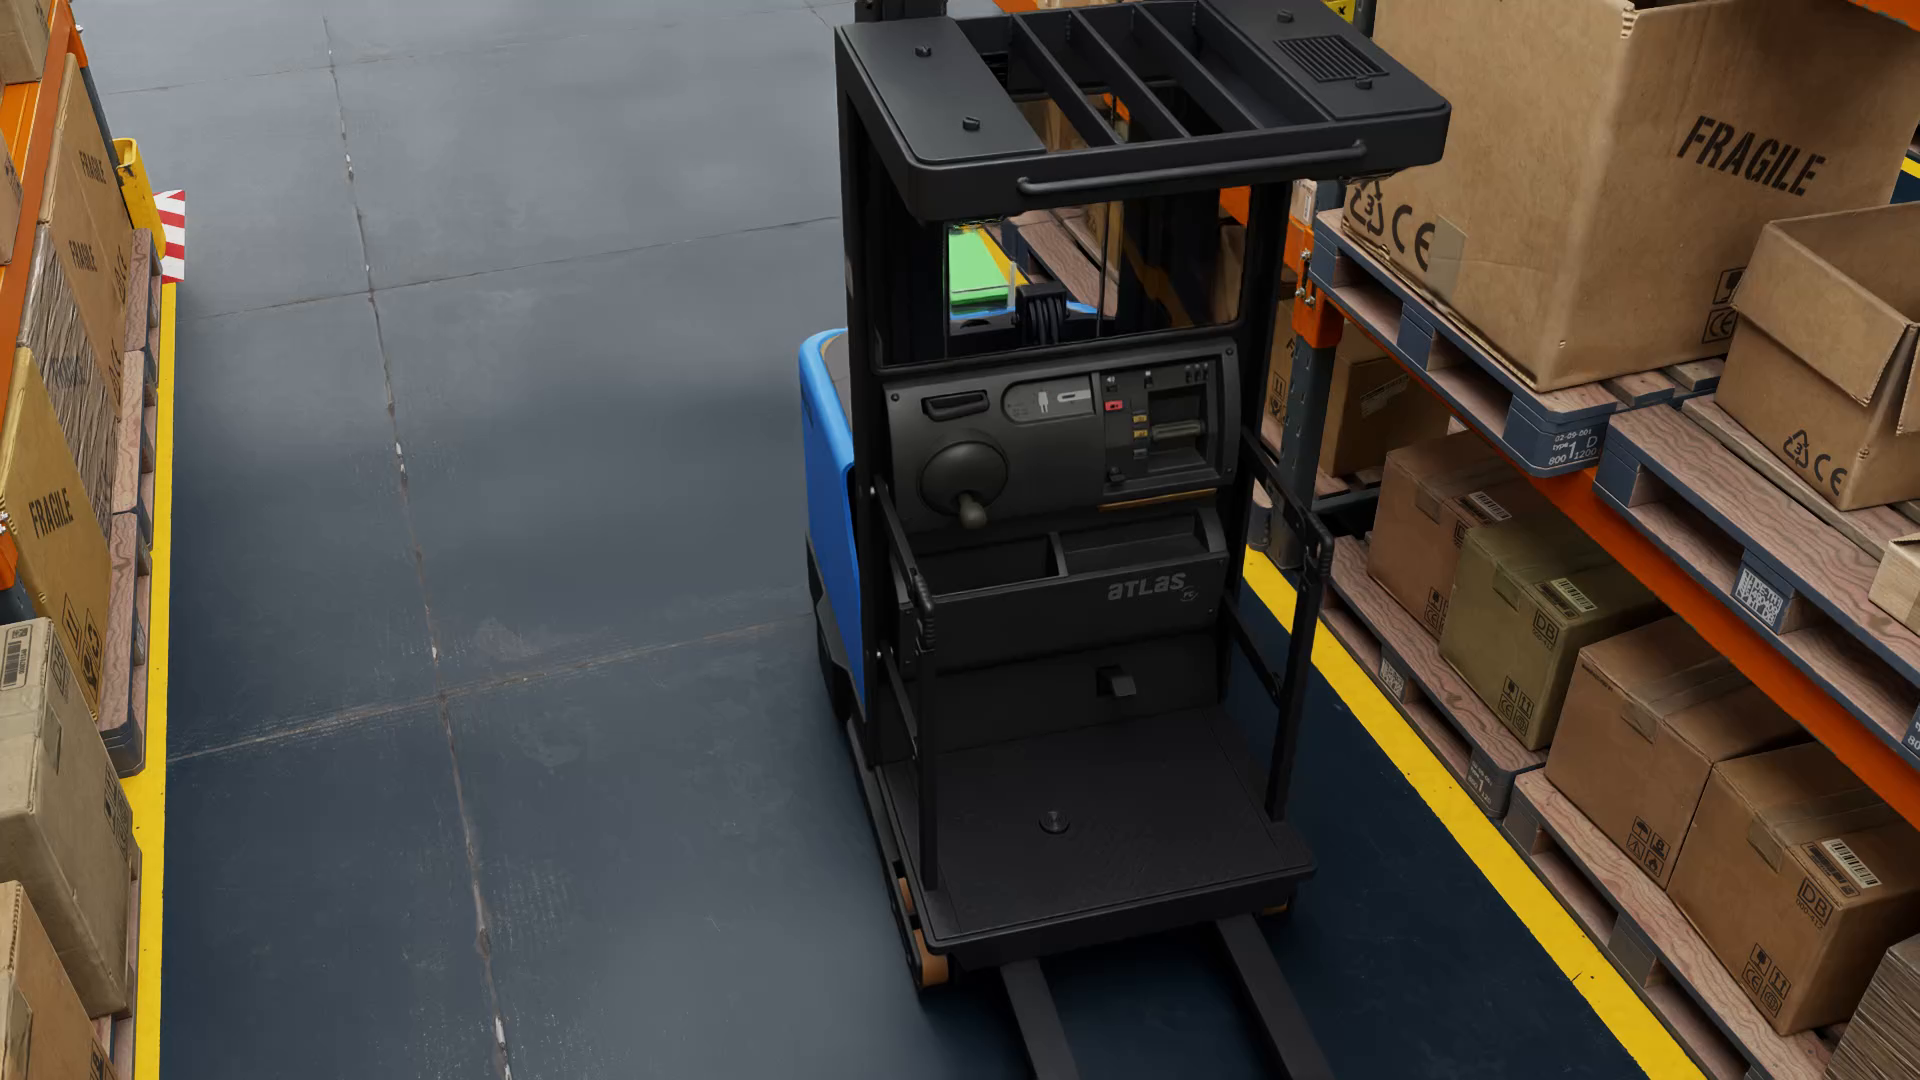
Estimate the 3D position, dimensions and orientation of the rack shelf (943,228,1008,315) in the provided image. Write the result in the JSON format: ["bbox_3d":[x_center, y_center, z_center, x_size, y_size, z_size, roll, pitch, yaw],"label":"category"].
[{"bbox_3d":[0.004,-0.893,5.747,0.258,0.148,0.480,-9,38,-12],"label":"rack shelf"}]

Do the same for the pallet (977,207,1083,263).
[{"bbox_3d":[0.521,-1.854,8.536,1.003,0.211,1.213,-12,39,-16],"label":"pallet"}]

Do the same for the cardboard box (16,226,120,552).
[{"bbox_3d":[-3.531,-0.445,5.764,0.875,0.875,0.875,-12,39,-16],"label":"cardboard box"}]

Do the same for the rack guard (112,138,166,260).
[{"bbox_3d":[-4.451,-1.522,7.855,1.175,0.500,0.348,-12,39,-16],"label":"rack guard"}]

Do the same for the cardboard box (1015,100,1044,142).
[{"bbox_3d":[0.448,-2.290,8.526,0.500,0.500,0.500,-6,37,-7],"label":"cardboard box"}]

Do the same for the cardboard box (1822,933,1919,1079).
[{"bbox_3d":[2.549,1.180,3.902,0.700,0.500,0.500,-16,40,-20],"label":"cardboard box"}]

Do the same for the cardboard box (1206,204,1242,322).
[{"bbox_3d":[1.033,-1.277,7.181,0.500,0.500,0.500,-16,40,-20],"label":"cardboard box"}]

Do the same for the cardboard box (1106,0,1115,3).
[{"bbox_3d":[0.989,-2.485,6.726,0.875,0.500,0.500,-12,39,-16],"label":"cardboard box"}]

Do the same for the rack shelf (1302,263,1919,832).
[{"bbox_3d":[2.313,0.200,4.089,1.077,0.370,4.000,-12,39,-16],"label":"rack shelf"}]

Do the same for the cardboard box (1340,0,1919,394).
[{"bbox_3d":[1.767,-1.147,4.432,1.000,1.000,1.000,-12,39,-16],"label":"cardboard box"}]

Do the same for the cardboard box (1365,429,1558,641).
[{"bbox_3d":[1.816,-0.043,5.526,0.700,0.500,0.500,-15,40,-19],"label":"cardboard box"}]

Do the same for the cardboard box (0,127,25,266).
[{"bbox_3d":[-3.491,-1.149,5.157,0.875,0.550,0.550,-12,39,-16],"label":"cardboard box"}]

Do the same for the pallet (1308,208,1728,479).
[{"bbox_3d":[1.752,-0.679,4.817,1.003,0.211,1.213,-12,39,-16],"label":"pallet"}]

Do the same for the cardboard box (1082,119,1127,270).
[{"bbox_3d":[0.883,-1.602,7.612,0.500,0.500,0.500,-9,38,-12],"label":"cardboard box"}]

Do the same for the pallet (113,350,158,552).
[{"bbox_3d":[-3.678,-0.270,6.433,1.003,0.211,1.213,-12,39,-16],"label":"pallet"}]

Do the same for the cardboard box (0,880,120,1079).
[{"bbox_3d":[-2.440,1.361,3.470,1.050,0.750,0.750,-12,39,-16],"label":"cardboard box"}]

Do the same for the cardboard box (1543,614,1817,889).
[{"bbox_3d":[2.156,0.546,4.744,0.700,0.500,0.500,-16,40,-20],"label":"cardboard box"}]

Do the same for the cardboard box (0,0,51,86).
[{"bbox_3d":[-4.063,-2.061,6.368,0.875,0.550,0.550,-12,39,-16],"label":"cardboard box"}]

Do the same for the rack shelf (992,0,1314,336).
[{"bbox_3d":[0.937,-2.060,7.089,1.077,0.370,4.000,-12,39,-16],"label":"rack shelf"}]

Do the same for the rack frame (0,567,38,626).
[{"bbox_3d":[-3.067,-0.247,4.085,1.000,3.000,0.127,-12,39,-16],"label":"rack frame"}]

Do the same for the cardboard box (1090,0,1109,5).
[{"bbox_3d":[0.759,-2.185,6.866,0.380,0.149,0.250,-12,39,-16],"label":"cardboard box"}]

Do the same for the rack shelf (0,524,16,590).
[{"bbox_3d":[-2.378,1.170,2.802,1.077,0.370,4.000,-12,39,-16],"label":"rack shelf"}]

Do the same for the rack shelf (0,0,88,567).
[{"bbox_3d":[-3.755,-1.090,5.802,1.077,0.370,4.000,-12,39,-16],"label":"rack shelf"}]

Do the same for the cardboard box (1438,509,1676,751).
[{"bbox_3d":[1.963,0.230,5.163,0.700,0.500,0.500,-13,39,-16],"label":"cardboard box"}]

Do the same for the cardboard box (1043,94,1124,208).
[{"bbox_3d":[0.686,-1.959,8.087,0.500,0.500,0.500,-3,37,-4],"label":"cardboard box"}]

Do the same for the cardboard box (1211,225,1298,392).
[{"bbox_3d":[1.321,-0.943,6.737,0.500,0.500,0.500,-1,37,-1],"label":"cardboard box"}]

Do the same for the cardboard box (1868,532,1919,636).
[{"bbox_3d":[2.174,0.042,3.463,0.396,0.266,0.258,-14,39,-17],"label":"cardboard box"}]

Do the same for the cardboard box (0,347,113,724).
[{"bbox_3d":[-3.217,0.064,5.089,0.875,0.875,0.875,-12,39,-15],"label":"cardboard box"}]

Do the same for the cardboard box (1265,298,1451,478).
[{"bbox_3d":[1.525,-0.621,6.310,0.500,0.500,0.500,-14,39,-17],"label":"cardboard box"}]

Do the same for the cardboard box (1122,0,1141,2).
[{"bbox_3d":[1.123,-2.194,6.340,0.875,0.500,0.500,-12,39,-16],"label":"cardboard box"}]

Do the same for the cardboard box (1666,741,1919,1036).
[{"bbox_3d":[2.348,0.861,4.325,0.700,0.500,0.500,-9,38,-12],"label":"cardboard box"}]

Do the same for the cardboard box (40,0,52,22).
[{"bbox_3d":[-4.273,-2.367,6.774,0.875,0.550,0.550,-12,39,-16],"label":"cardboard box"}]

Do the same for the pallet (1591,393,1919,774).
[{"bbox_3d":[2.282,0.009,3.904,1.003,0.211,1.213,-12,39,-16],"label":"pallet"}]

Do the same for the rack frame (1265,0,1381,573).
[{"bbox_3d":[1.625,-1.217,5.373,1.000,3.000,0.127,-12,39,-16],"label":"rack frame"}]

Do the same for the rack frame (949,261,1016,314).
[{"bbox_3d":[0.065,-0.419,5.808,0.240,1.200,0.015,-9,38,-12],"label":"rack frame"}]

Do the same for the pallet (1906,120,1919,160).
[{"bbox_3d":[5.660,-2.207,9.005,1.003,0.211,1.213,-12,39,-16],"label":"pallet"}]

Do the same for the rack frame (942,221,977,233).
[{"bbox_3d":[-0.058,-0.703,6.186,0.240,1.200,0.015,-9,38,-12],"label":"rack frame"}]

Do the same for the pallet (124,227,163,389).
[{"bbox_3d":[-4.095,-0.958,7.346,1.003,0.211,1.213,-12,39,-16],"label":"pallet"}]

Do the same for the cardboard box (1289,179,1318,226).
[{"bbox_3d":[1.275,-1.177,5.529,0.380,0.149,0.250,-12,39,-16],"label":"cardboard box"}]

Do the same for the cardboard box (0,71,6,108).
[{"bbox_3d":[-3.988,-1.718,5.913,0.875,0.550,0.550,-12,39,-16],"label":"cardboard box"}]

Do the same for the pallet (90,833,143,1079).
[{"bbox_3d":[-2.730,1.287,4.366,1.003,0.211,1.213,-12,39,-16],"label":"pallet"}]

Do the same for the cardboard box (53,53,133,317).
[{"bbox_3d":[-4.148,-1.457,7.108,0.875,0.875,0.875,-12,39,-16],"label":"cardboard box"}]

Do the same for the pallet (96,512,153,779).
[{"bbox_3d":[-3.255,0.421,5.516,1.003,0.211,1.213,-12,39,-16],"label":"pallet"}]

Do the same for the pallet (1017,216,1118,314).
[{"bbox_3d":[0.937,-1.166,7.622,1.003,0.211,1.213,-12,39,-16],"label":"pallet"}]

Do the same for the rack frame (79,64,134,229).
[{"bbox_3d":[-4.443,-2.507,7.085,1.000,3.000,0.127,-12,39,-16],"label":"rack frame"}]

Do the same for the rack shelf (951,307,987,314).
[{"bbox_3d":[0.004,-0.701,5.891,0.258,0.148,0.480,-9,38,-12],"label":"rack shelf"}]

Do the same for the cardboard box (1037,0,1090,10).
[{"bbox_3d":[0.548,-2.299,7.017,0.380,0.149,0.250,-12,39,-16],"label":"cardboard box"}]

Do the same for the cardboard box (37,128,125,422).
[{"bbox_3d":[-3.843,-0.960,6.448,0.875,0.875,0.875,-13,39,-17],"label":"cardboard box"}]

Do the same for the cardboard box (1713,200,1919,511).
[{"bbox_3d":[2.308,-0.466,3.941,0.797,0.503,0.637,-9,38,-11],"label":"cardboard box"}]

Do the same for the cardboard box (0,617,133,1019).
[{"bbox_3d":[-2.769,0.816,4.195,1.050,0.750,0.750,-13,39,-16],"label":"cardboard box"}]

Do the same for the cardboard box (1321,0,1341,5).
[{"bbox_3d":[1.212,-1.973,5.214,0.500,0.500,0.500,-12,39,-16],"label":"cardboard box"}]

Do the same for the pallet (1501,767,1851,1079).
[{"bbox_3d":[2.318,1.026,4.712,1.003,0.211,1.213,-12,39,-16],"label":"pallet"}]

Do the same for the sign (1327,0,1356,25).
[{"bbox_3d":[1.118,-1.446,4.957,0.100,0.325,0.005,-12,39,-16],"label":"sign"}]

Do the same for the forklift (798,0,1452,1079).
[{"bbox_3d":[0.328,-0.197,4.075,1.130,2.935,3.031,-9,38,-12],"label":"forklift"}]

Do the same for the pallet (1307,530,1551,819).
[{"bbox_3d":[1.894,0.336,5.628,1.003,0.211,1.213,-12,39,-16],"label":"pallet"}]

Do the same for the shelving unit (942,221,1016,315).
[{"bbox_3d":[0.004,-0.561,5.997,0.258,1.200,0.503,-9,38,-12],"label":"shelving unit"}]

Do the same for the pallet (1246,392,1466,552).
[{"bbox_3d":[1.361,-0.475,6.706,1.003,0.211,1.213,-12,39,-16],"label":"pallet"}]
